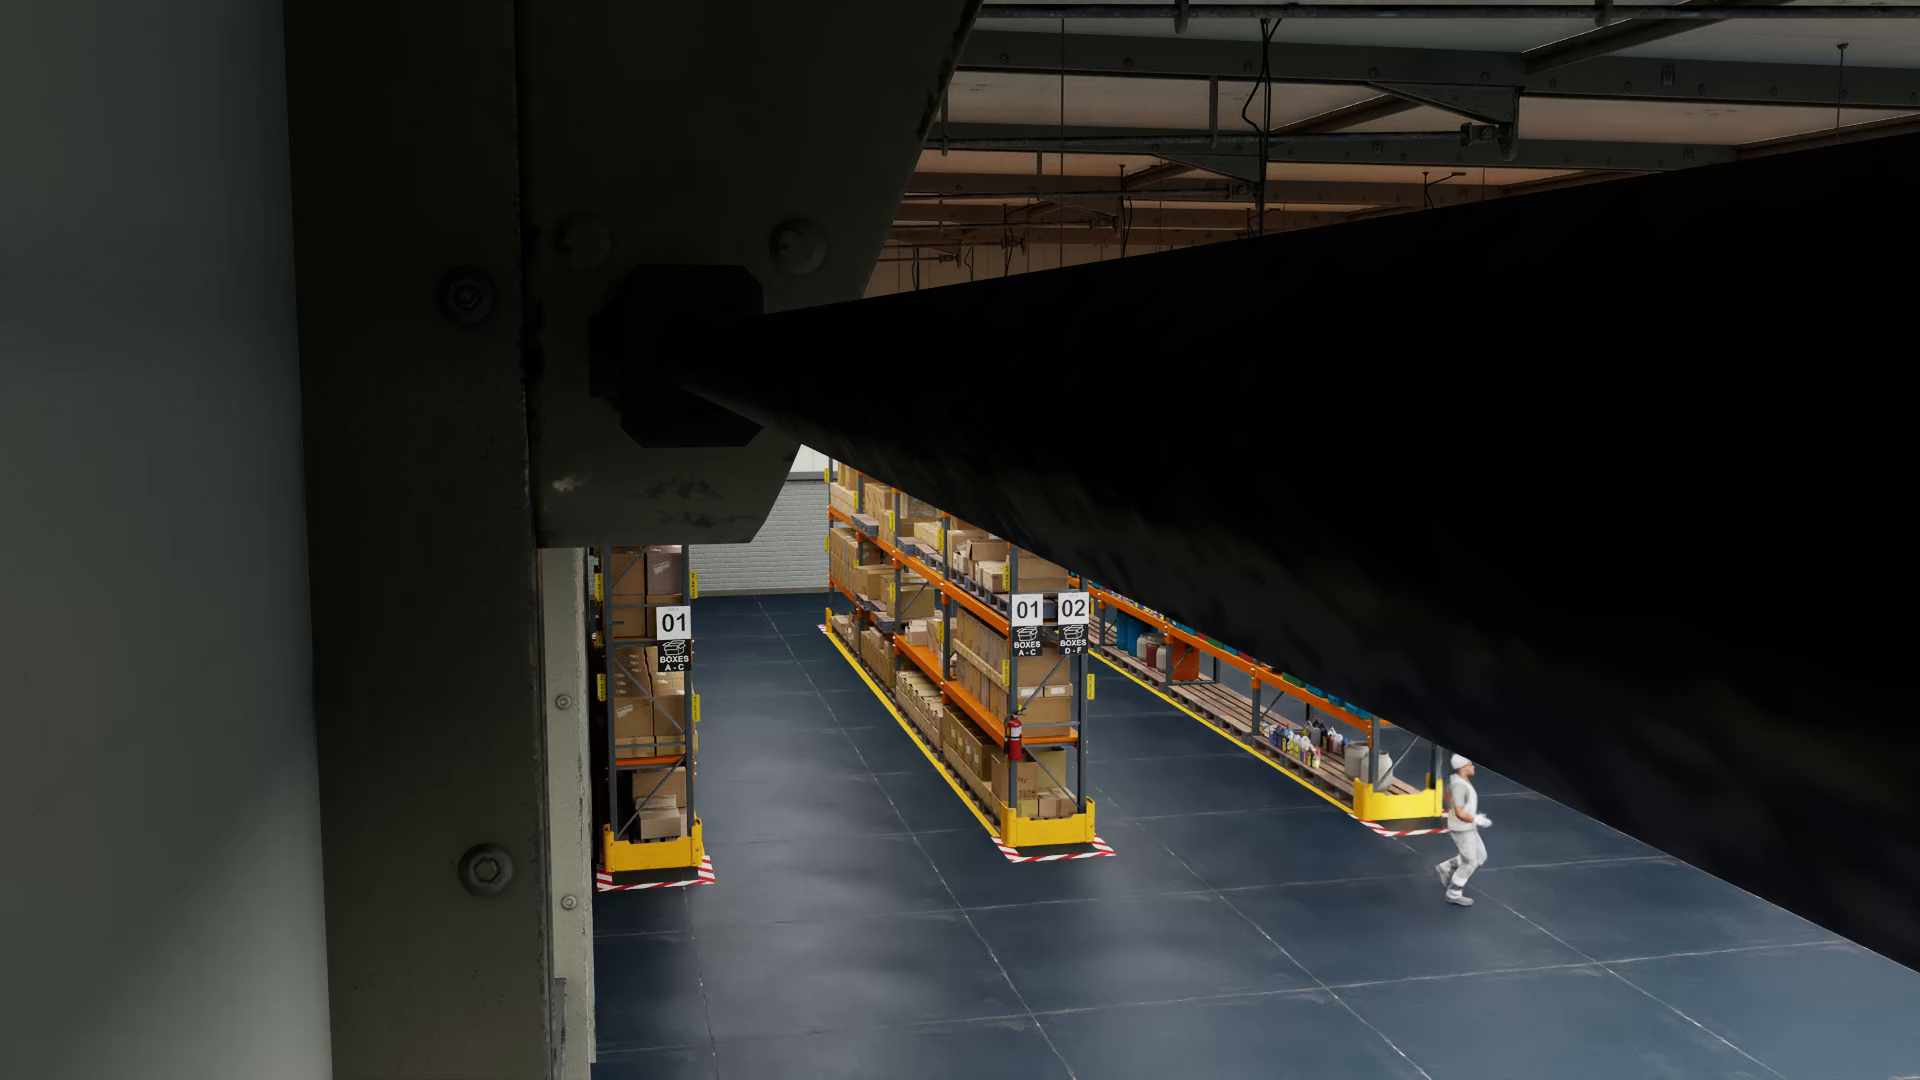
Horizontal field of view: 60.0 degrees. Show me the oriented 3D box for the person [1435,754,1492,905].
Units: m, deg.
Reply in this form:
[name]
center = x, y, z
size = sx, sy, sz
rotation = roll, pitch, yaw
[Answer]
[person]
center = 5.677, 3.250, 18.746
size = 0.593, 1.742, 0.655
rotation = 2, 7, 16
